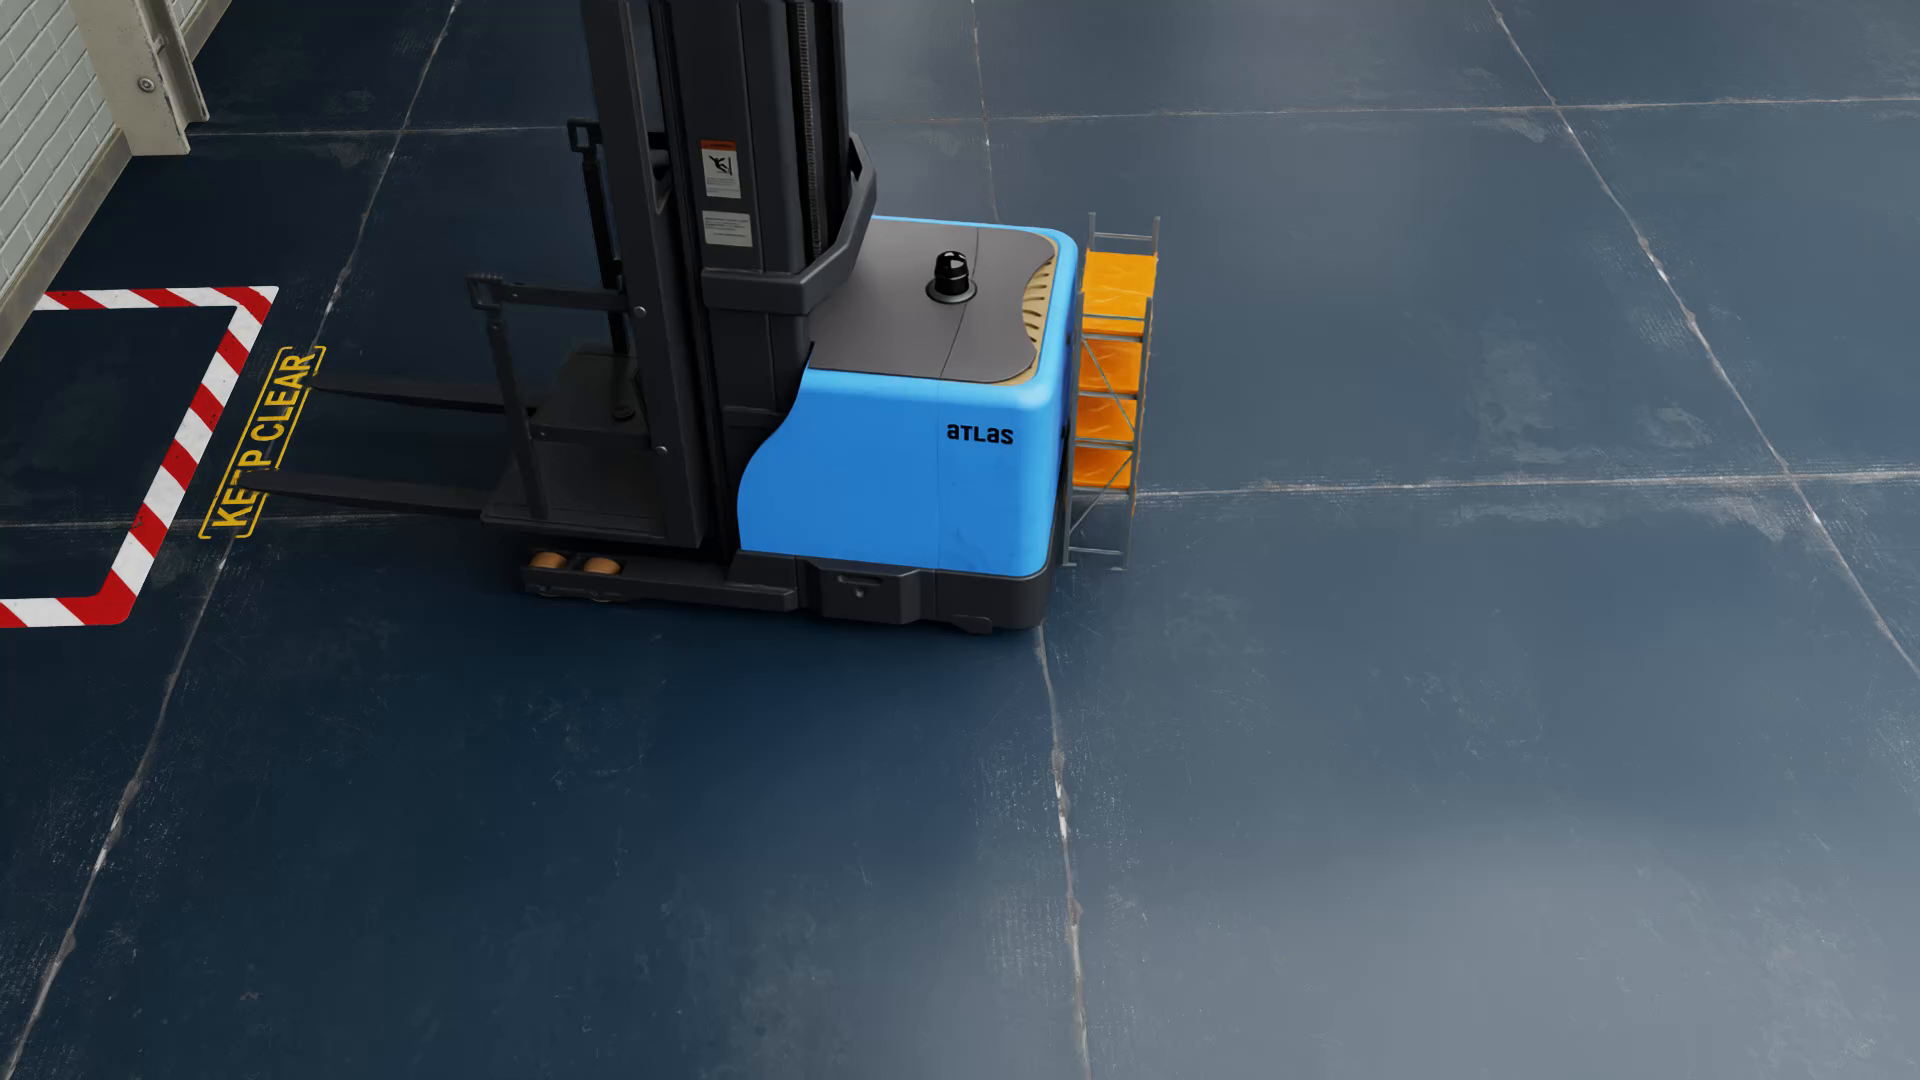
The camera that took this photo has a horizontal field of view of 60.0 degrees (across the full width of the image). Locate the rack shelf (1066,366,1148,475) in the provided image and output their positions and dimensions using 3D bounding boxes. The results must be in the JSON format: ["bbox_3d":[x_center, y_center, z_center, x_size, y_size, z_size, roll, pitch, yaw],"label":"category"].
[{"bbox_3d":[0.530,-0.453,5.956,0.258,0.148,0.480,5,43,6],"label":"rack shelf"}]

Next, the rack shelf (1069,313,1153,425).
[{"bbox_3d":[0.530,-0.618,5.805,0.258,0.148,0.480,5,43,6],"label":"rack shelf"}]

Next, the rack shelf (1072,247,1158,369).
[{"bbox_3d":[0.530,-0.793,5.645,0.258,0.148,0.480,5,43,6],"label":"rack shelf"}]

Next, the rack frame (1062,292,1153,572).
[{"bbox_3d":[0.497,-0.340,5.733,0.240,1.200,0.015,5,43,6],"label":"rack frame"}]

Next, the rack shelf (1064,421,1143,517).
[{"bbox_3d":[0.530,-0.307,6.090,0.258,0.148,0.480,5,43,6],"label":"rack shelf"}]

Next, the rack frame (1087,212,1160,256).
[{"bbox_3d":[0.563,-0.666,6.089,0.240,1.200,0.015,5,43,6],"label":"rack frame"}]

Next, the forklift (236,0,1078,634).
[{"bbox_3d":[-1.133,-1.203,5.393,3.031,2.935,1.130,6,43,6],"label":"forklift"}]

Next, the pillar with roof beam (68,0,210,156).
[{"bbox_3d":[0.250,-5.512,5.603,9.100,9.000,0.400,-2,43,-2],"label":"pillar with roof beam"}]

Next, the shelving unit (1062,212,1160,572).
[{"bbox_3d":[0.530,-0.503,5.911,0.258,1.200,0.503,5,43,6],"label":"shelving unit"}]
